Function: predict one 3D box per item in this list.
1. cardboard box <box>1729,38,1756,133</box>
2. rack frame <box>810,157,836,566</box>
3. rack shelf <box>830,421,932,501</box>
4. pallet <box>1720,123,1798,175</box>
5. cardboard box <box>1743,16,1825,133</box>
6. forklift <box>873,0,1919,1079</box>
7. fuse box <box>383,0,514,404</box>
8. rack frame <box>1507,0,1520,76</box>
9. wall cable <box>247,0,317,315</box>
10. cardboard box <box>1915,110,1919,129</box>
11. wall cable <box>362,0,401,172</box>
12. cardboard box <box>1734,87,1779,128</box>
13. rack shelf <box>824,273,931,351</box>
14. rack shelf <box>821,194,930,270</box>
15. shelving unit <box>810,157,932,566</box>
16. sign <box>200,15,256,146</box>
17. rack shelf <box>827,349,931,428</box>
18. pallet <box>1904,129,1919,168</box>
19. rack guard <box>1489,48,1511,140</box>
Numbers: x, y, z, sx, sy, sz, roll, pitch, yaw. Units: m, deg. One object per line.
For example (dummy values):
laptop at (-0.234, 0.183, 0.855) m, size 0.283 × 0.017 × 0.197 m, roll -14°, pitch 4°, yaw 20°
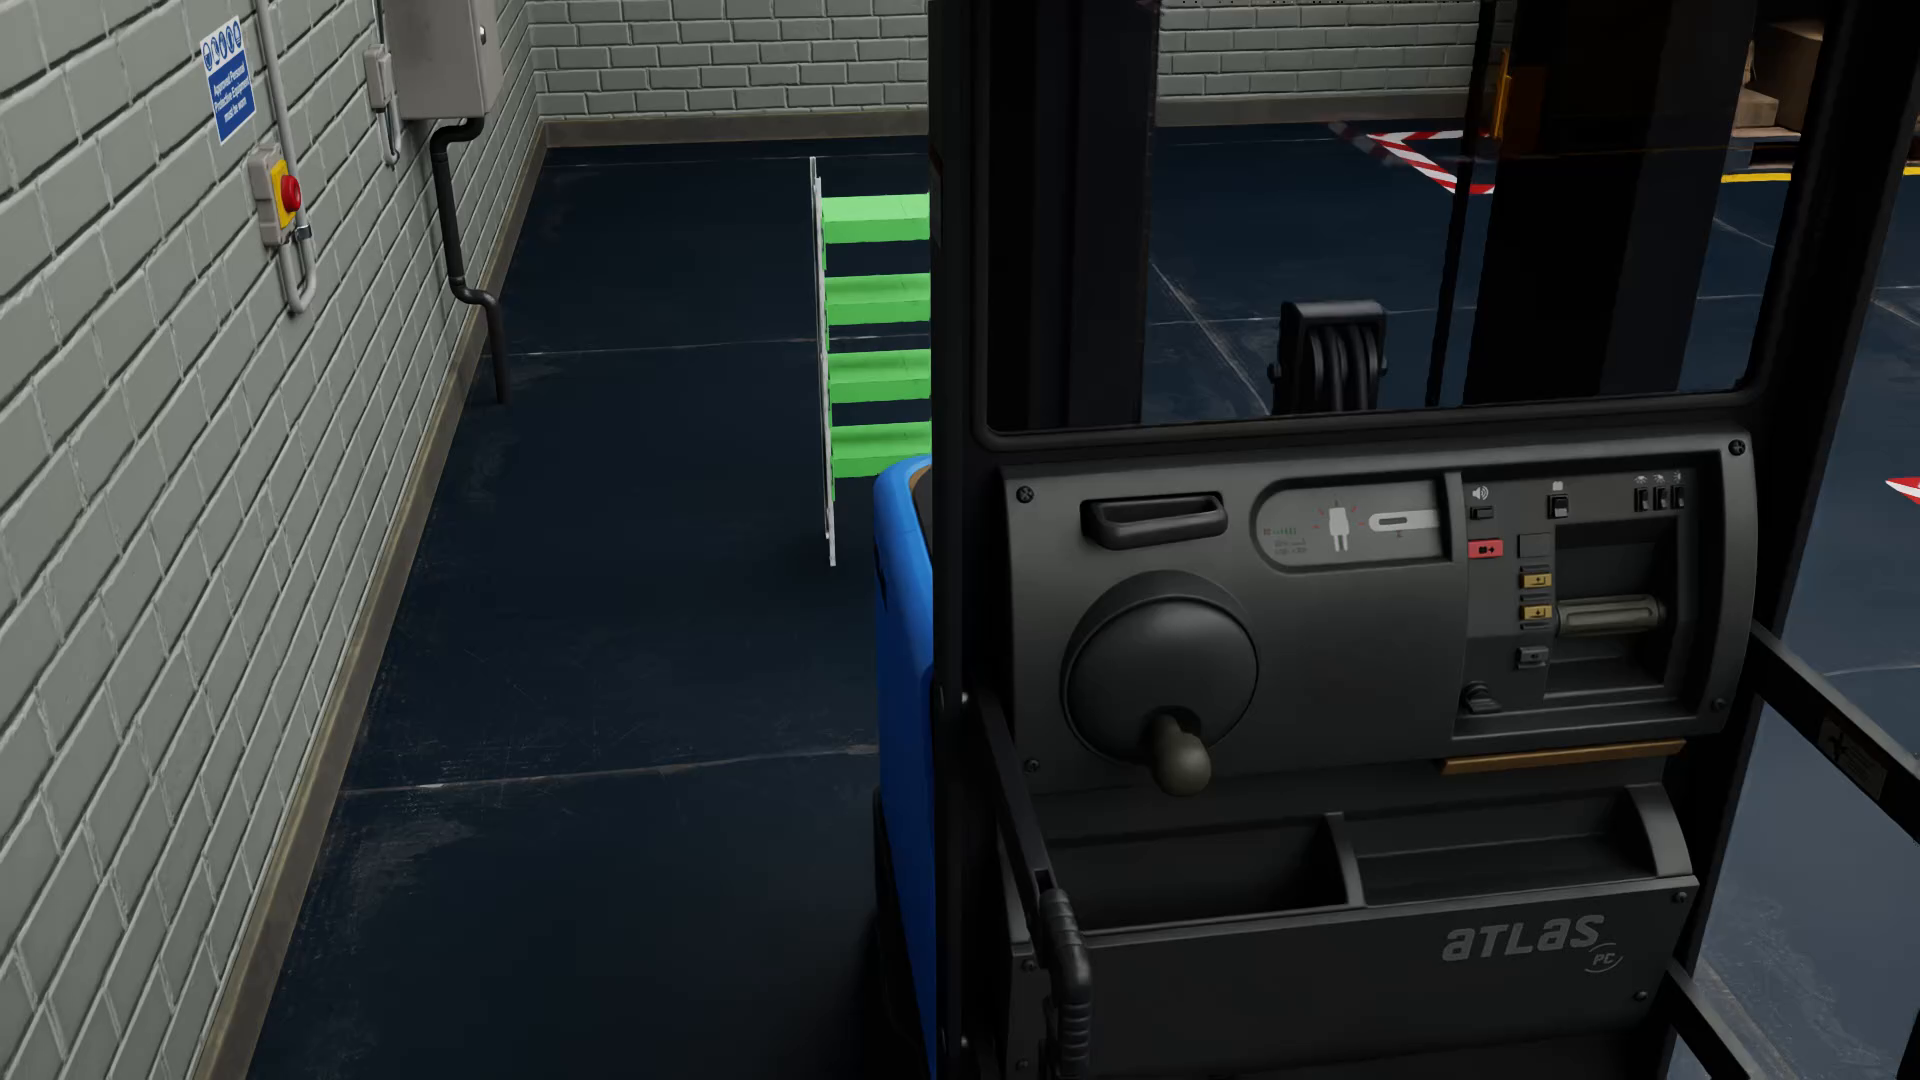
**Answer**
cardboard box at (3.963, -2.598, 9.302) m, size 0.637 × 0.503 × 0.797 m, roll -5°, pitch 28°, yaw -9°
rack frame at (-0.406, -0.508, 4.925) m, size 0.015 × 1.200 × 0.240 m, roll -4°, pitch 27°, yaw -7°
rack shelf at (-0.164, -0.253, 5.094) m, size 0.480 × 0.148 × 0.258 m, roll -4°, pitch 27°, yaw -7°
pallet at (4.209, -2.341, 9.581) m, size 1.213 × 0.211 × 1.003 m, roll -4°, pitch 27°, yaw -7°
cardboard box at (4.815, -2.633, 9.374) m, size 0.500 × 0.500 × 0.700 m, roll -3°, pitch 27°, yaw -5°
forklift at (0.548, 0.118, 1.808) m, size 1.130 × 2.935 × 3.031 m, roll -4°, pitch 27°, yaw -8°
fuse box at (-1.689, -1.298, 5.906) m, size 0.414 × 1.711 × 0.539 m, roll -4°, pitch 27°, yaw -7°
rack frame at (3.344, -3.526, 8.835) m, size 0.127 × 3.000 × 1.000 m, roll -4°, pitch 27°, yaw -7°
wall cable at (-1.541, -1.379, 3.504) m, size 0.123 × 1.953 × 0.585 m, roll -4°, pitch 27°, yaw -7°
cardboard box at (5.352, -2.621, 9.351) m, size 0.500 × 0.500 × 0.500 m, roll -3°, pitch 27°, yaw -6°
wall cable at (-1.750, -2.005, 4.759) m, size 0.122 × 1.984 × 0.588 m, roll -4°, pitch 27°, yaw -7°
cardboard box at (4.389, -2.449, 9.401) m, size 0.250 × 0.149 × 0.380 m, roll -5°, pitch 28°, yaw -9°
rack shelf at (-0.164, -0.680, 4.875) m, size 0.480 × 0.148 × 0.258 m, roll -4°, pitch 27°, yaw -7°
rack shelf at (-0.164, -0.893, 4.766) m, size 0.480 × 0.148 × 0.258 m, roll -4°, pitch 27°, yaw -7°
shelving unit at (-0.164, -0.523, 4.956) m, size 0.503 × 1.200 × 0.258 m, roll -4°, pitch 27°, yaw -7°
sign at (-1.595, -1.007, 3.631) m, size 0.001 × 0.218 × 0.327 m, roll -4°, pitch 27°, yaw -7°
rack shelf at (-0.164, -0.466, 4.985) m, size 0.480 × 0.148 × 0.258 m, roll -4°, pitch 27°, yaw -7°
pallet at (5.414, -2.417, 9.729) m, size 1.213 × 0.211 × 1.003 m, roll -4°, pitch 27°, yaw -7°
rack guard at (3.419, -2.418, 9.415) m, size 0.348 × 0.500 × 1.175 m, roll -4°, pitch 27°, yaw -7°
